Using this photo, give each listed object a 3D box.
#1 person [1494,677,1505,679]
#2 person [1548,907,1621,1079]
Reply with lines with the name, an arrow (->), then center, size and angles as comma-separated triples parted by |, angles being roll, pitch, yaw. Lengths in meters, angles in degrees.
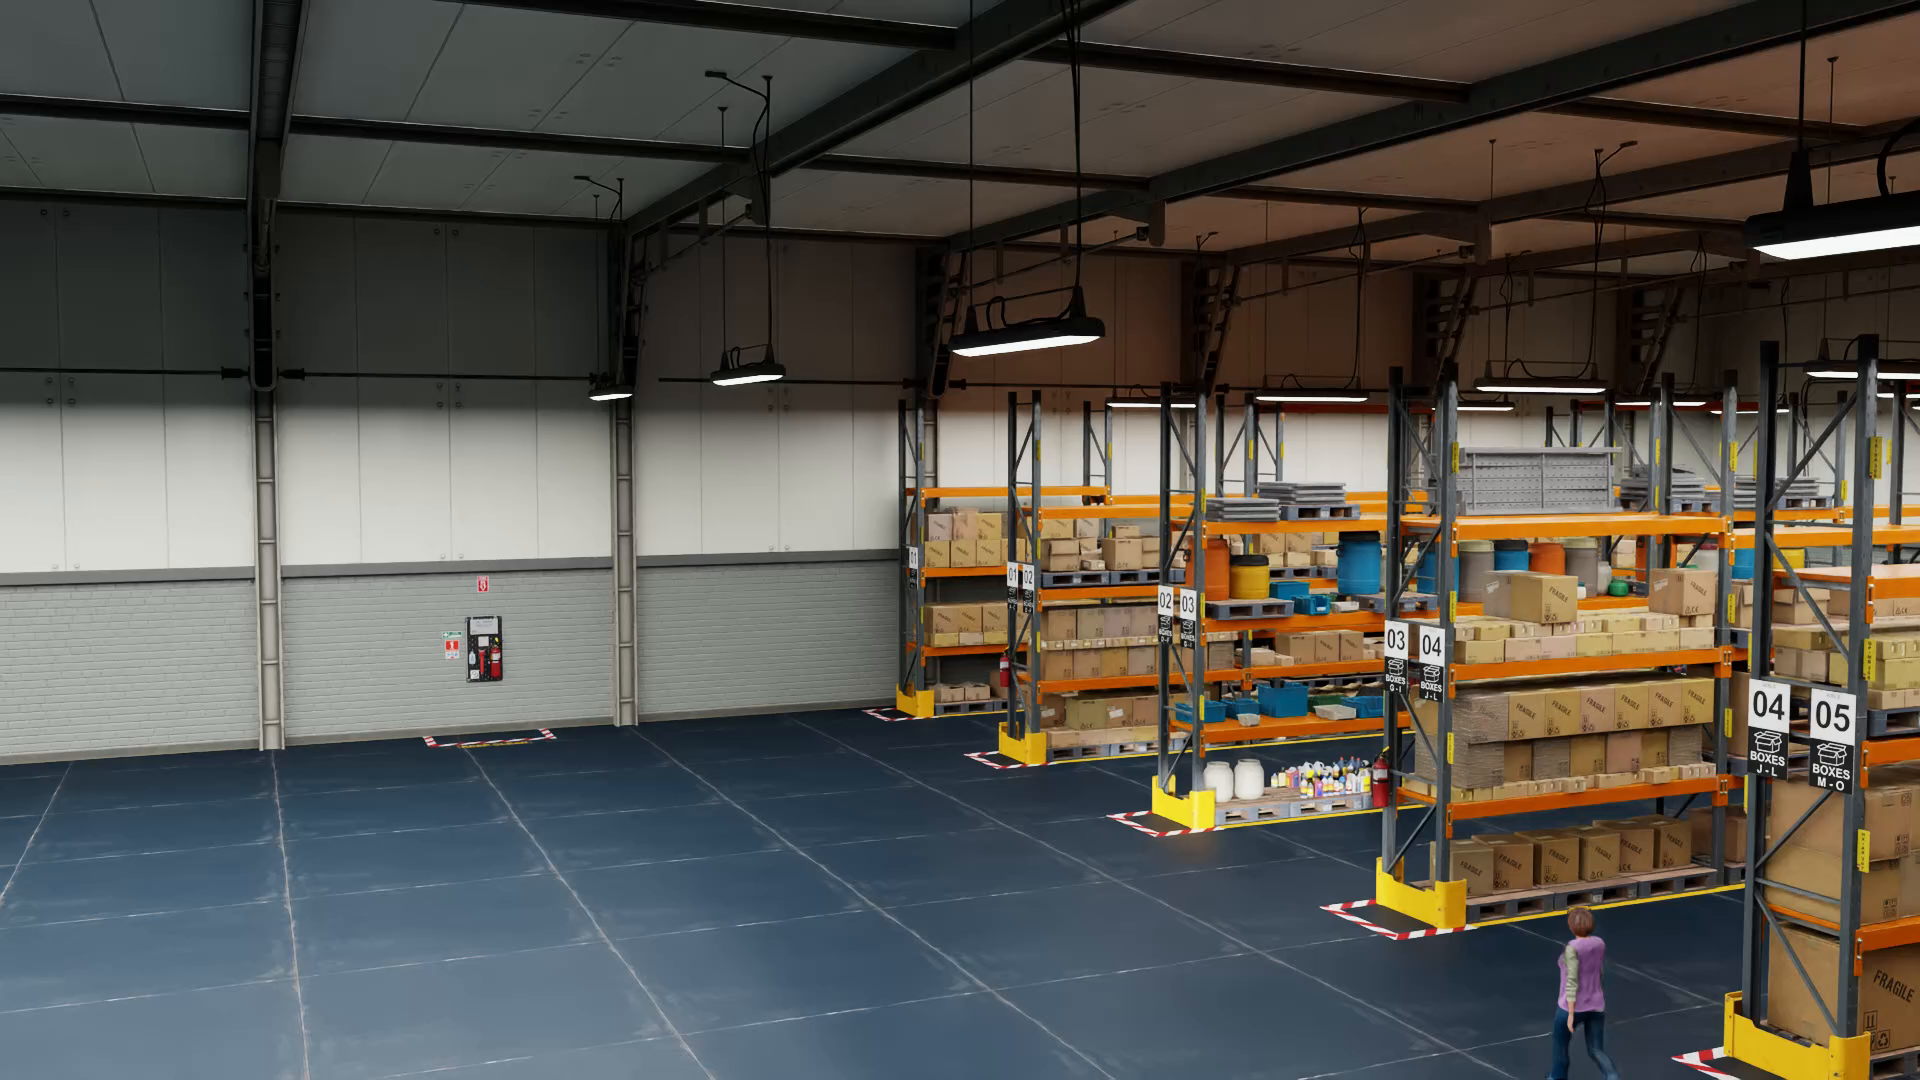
person -> 8.832, 2.645, 27.920 | 1.083, 1.814, 0.698 | -1, 4, -21
person -> 4.836, 3.616, 12.842 | 0.418, 1.561, 0.878 | -1, 4, -18
